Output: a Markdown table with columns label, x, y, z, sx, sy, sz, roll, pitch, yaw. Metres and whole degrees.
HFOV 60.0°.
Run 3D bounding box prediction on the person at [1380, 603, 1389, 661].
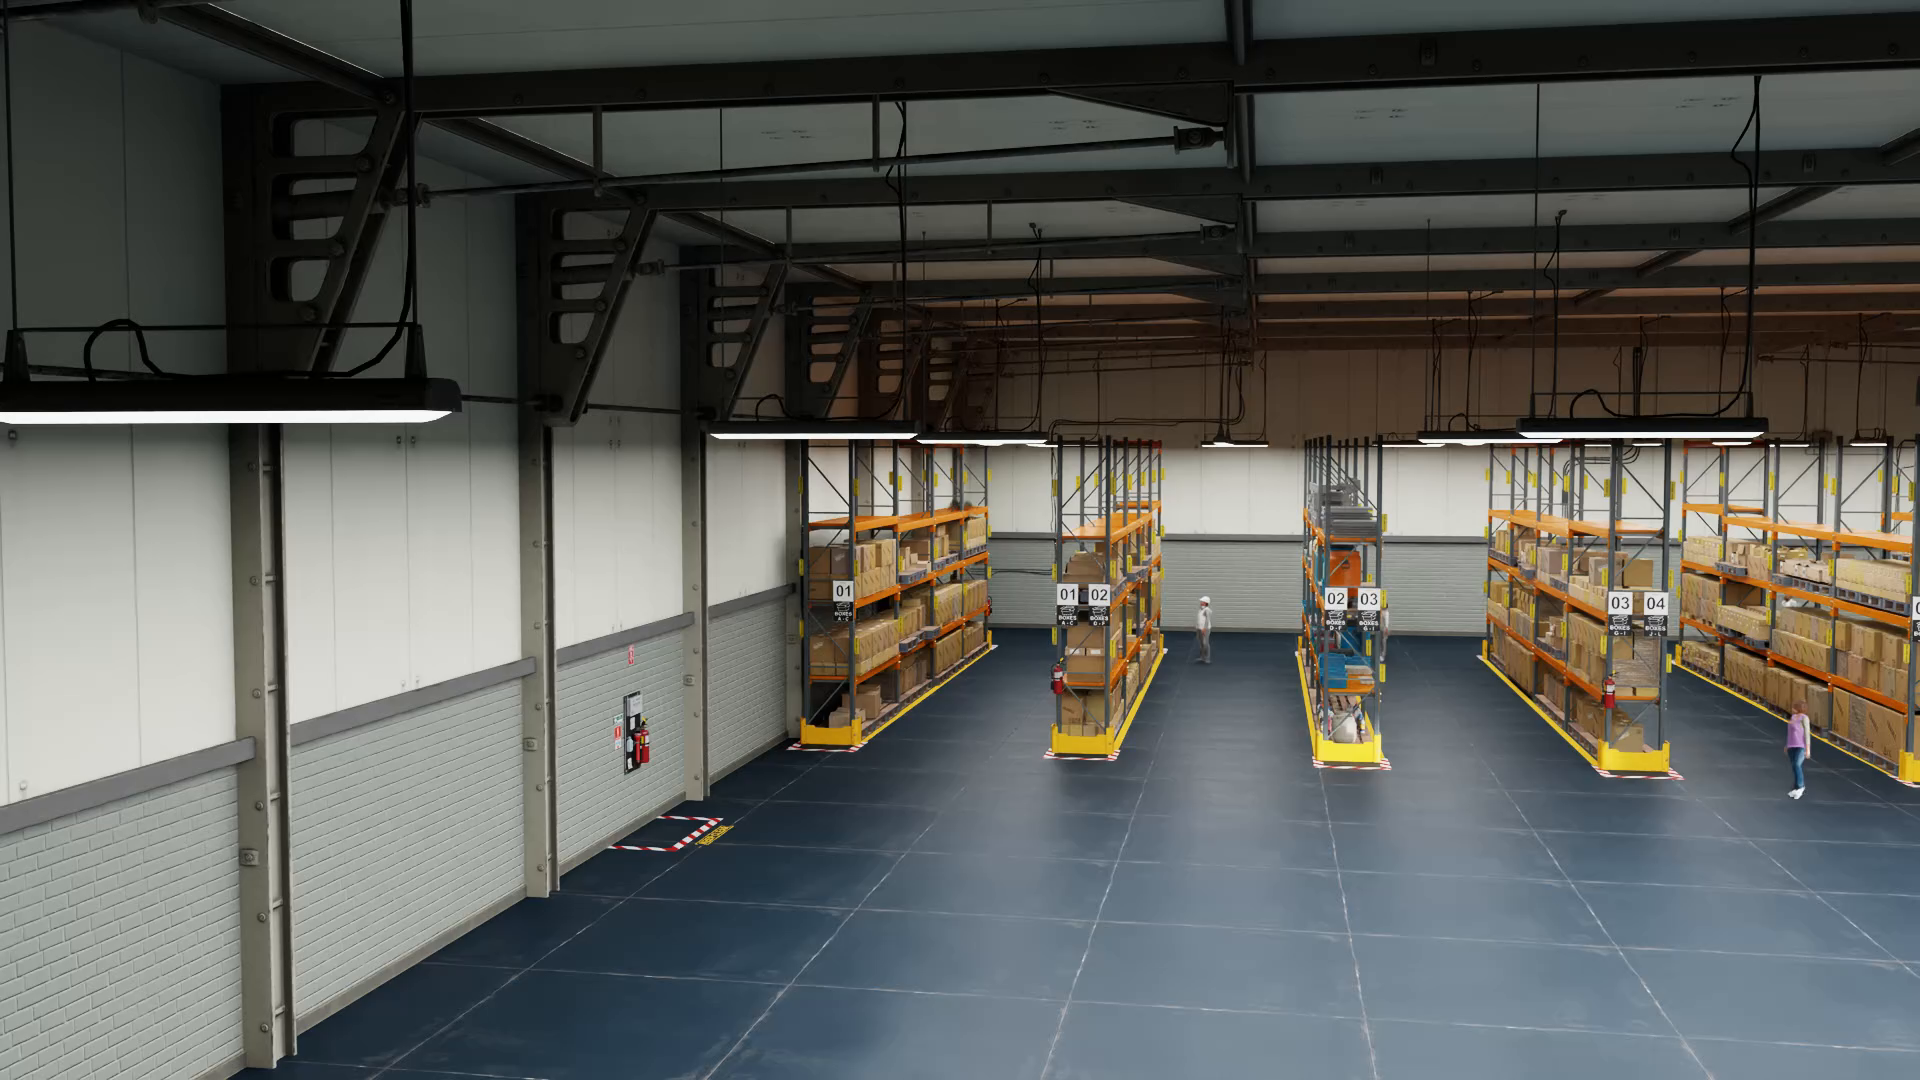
| label | x | y | z | sx | sy | sz | roll | pitch | yaw |
| --- | --- | --- | --- | --- | --- | --- | --- | --- | --- |
| person | 11.456 | 2.482 | 45.289 | 0.571 | 1.594 | 0.438 | -2 | 4 | -39 |

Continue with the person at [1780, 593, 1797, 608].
| label | x | y | z | sx | sy | sz | roll | pitch | yaw |
| --- | --- | --- | --- | --- | --- | --- | --- | --- | --- |
| person | 23.550 | 2.288 | 47.289 | 0.946 | 1.744 | 0.635 | -1 | 3 | -20 |

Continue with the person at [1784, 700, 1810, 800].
| label | x | y | z | sx | sy | sz | roll | pitch | yaw |
| --- | --- | --- | --- | --- | --- | --- | --- | --- | --- |
| person | 13.768 | 3.441 | 27.329 | 0.461 | 1.617 | 0.476 | -2 | 3 | -27 |

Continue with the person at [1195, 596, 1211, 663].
| label | x | y | z | sx | sy | sz | roll | pitch | yaw |
| --- | --- | --- | --- | --- | --- | --- | --- | --- | --- |
| person | 6.573 | 2.440 | 44.954 | 0.408 | 1.840 | 0.546 | -2 | 4 | -29 |
